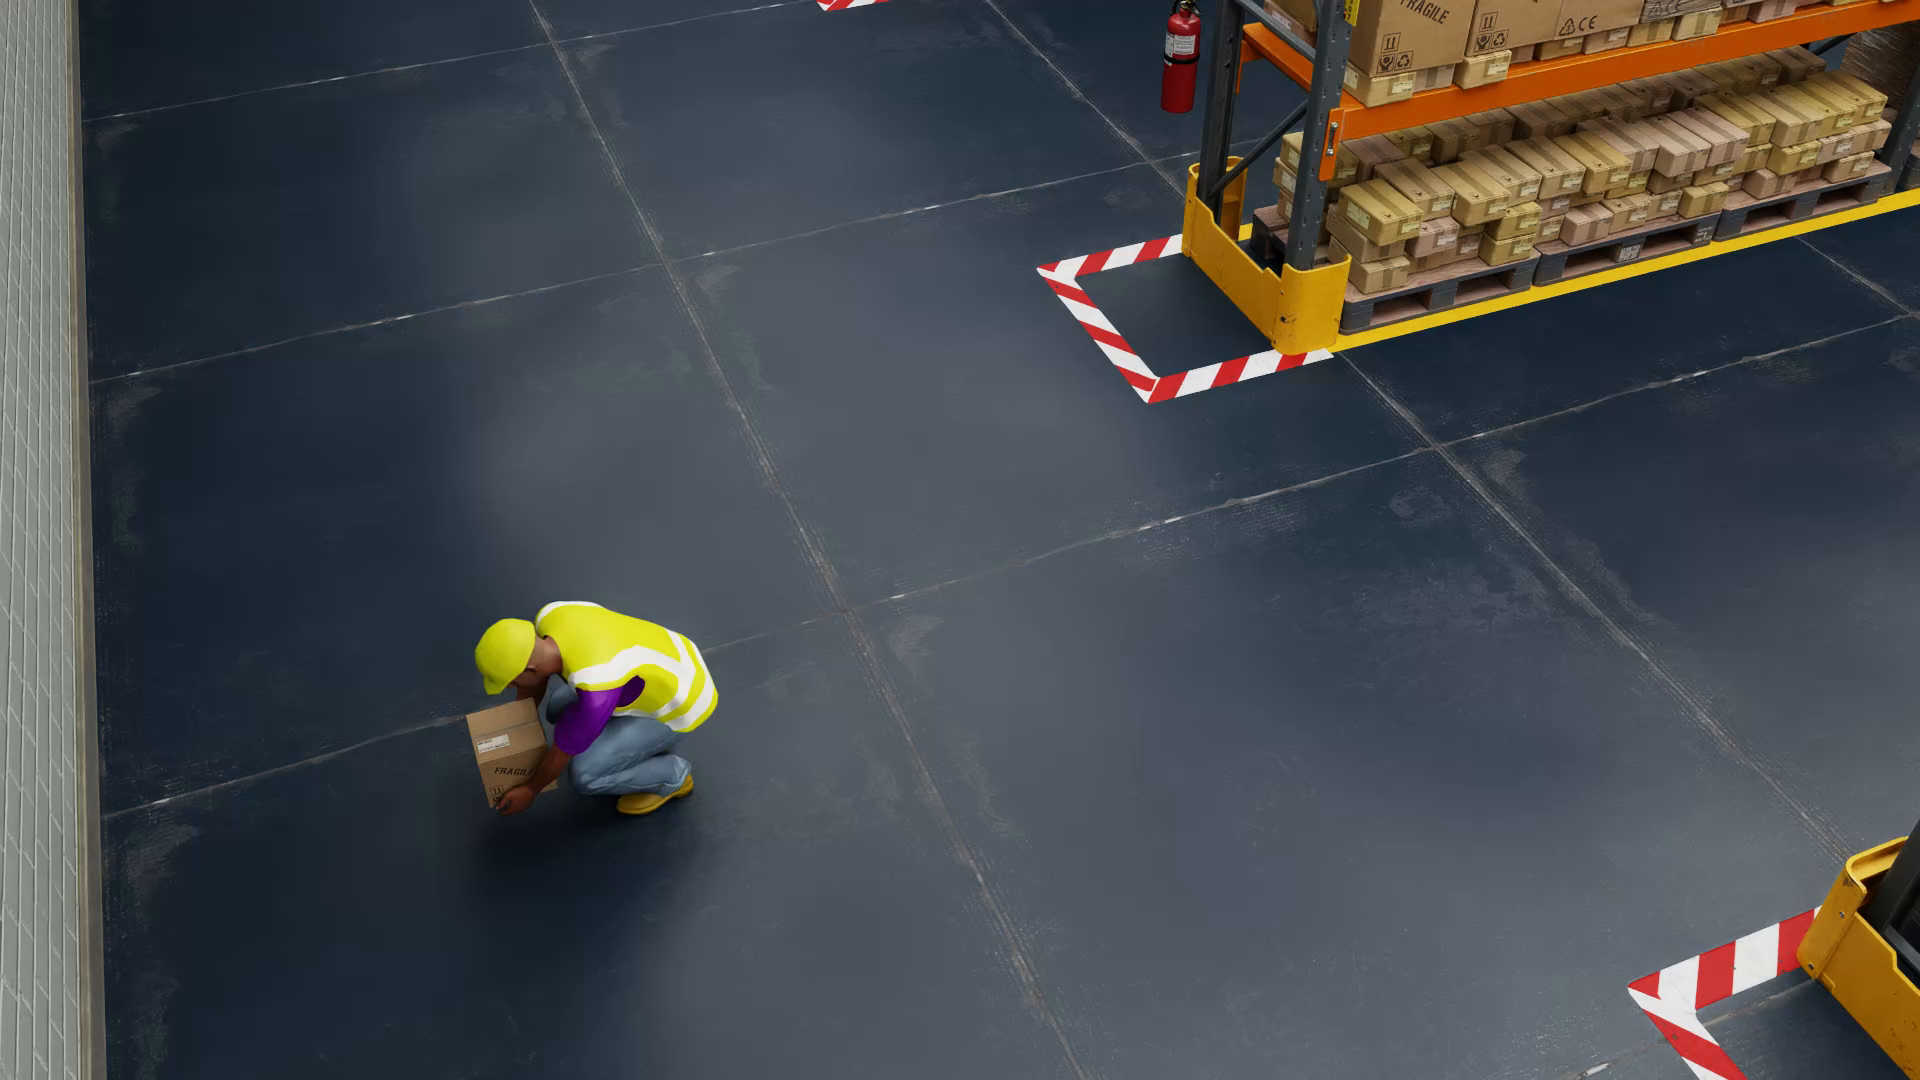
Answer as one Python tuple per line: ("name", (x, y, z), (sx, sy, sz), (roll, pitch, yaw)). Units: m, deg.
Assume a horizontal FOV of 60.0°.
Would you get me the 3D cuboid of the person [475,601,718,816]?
("person", (-1.334, 0.576, 6.075), (0.873, 1.001, 0.587), (-15, 44, -17))
